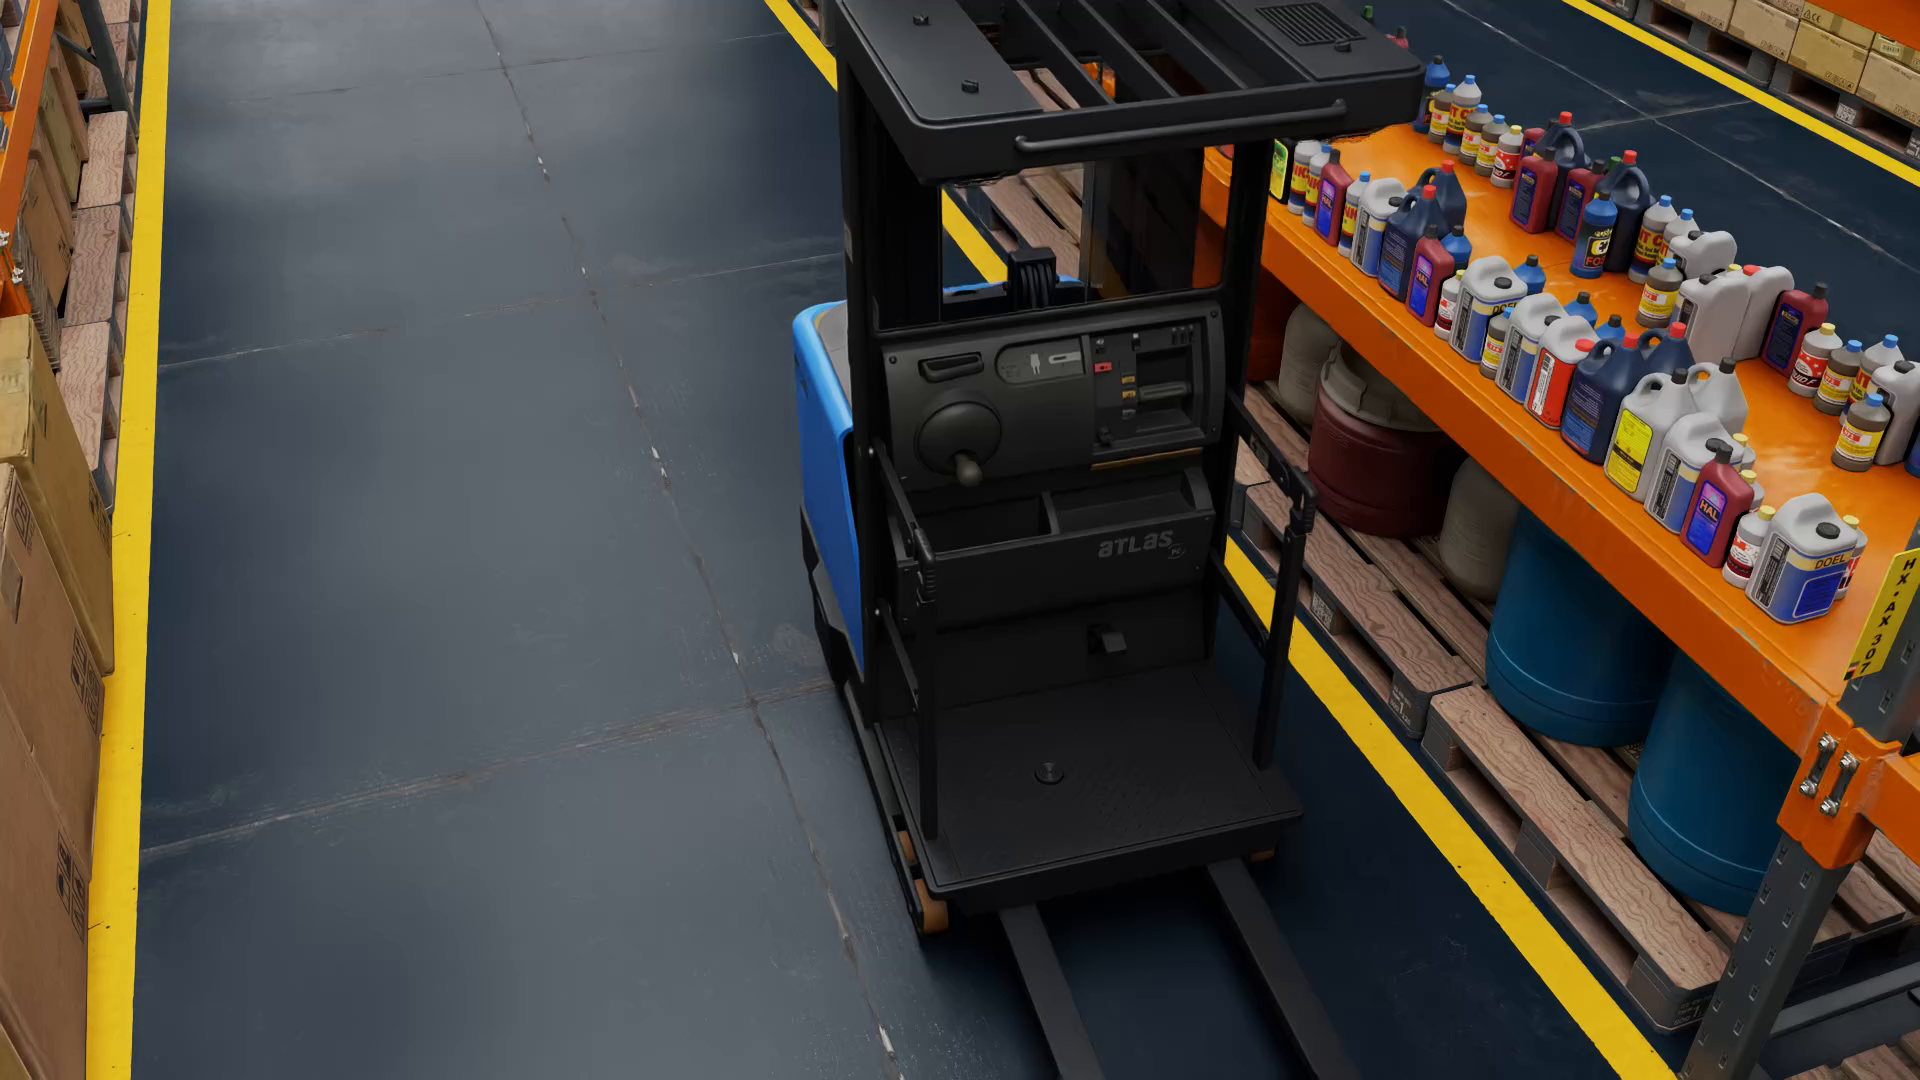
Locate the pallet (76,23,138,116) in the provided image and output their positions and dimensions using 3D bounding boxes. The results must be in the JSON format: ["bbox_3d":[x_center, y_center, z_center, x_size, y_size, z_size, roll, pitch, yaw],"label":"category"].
[{"bbox_3d":[-5.294,-2.605,9.533,1.003,0.211,1.213,-12,39,-16],"label":"pallet"}]

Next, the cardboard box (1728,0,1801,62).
[{"bbox_3d":[4.889,-3.028,9.713,0.500,0.250,0.500,-12,39,-15],"label":"cardboard box"}]

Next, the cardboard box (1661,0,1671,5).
[{"bbox_3d":[4.535,-3.605,10.480,0.500,0.250,0.500,-14,39,-17],"label":"cardboard box"}]

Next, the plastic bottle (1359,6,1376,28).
[{"bbox_3d":[1.537,-1.926,6.411,0.061,0.283,0.133,-12,39,-16],"label":"plastic bottle"}]

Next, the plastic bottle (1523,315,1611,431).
[{"bbox_3d":[1.636,-0.451,4.458,0.152,0.276,0.135,-12,39,-16],"label":"plastic bottle"}]

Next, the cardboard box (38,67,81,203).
[{"bbox_3d":[-4.692,-1.900,7.991,0.700,0.500,0.500,-13,39,-16],"label":"cardboard box"}]

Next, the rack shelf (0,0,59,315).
[{"bbox_3d":[-4.341,-1.930,6.917,1.077,0.370,4.000,-12,39,-16],"label":"rack shelf"}]

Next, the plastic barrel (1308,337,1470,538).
[{"bbox_3d":[1.570,-0.407,5.952,0.600,0.588,0.708,-12,39,-16],"label":"plastic barrel"}]

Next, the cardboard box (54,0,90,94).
[{"bbox_3d":[-5.130,-2.751,9.137,0.500,0.500,0.500,-14,39,-17],"label":"cardboard box"}]

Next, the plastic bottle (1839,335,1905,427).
[{"bbox_3d":[2.432,-0.420,4.422,0.097,0.271,0.097,0,37,0],"label":"plastic bottle"}]

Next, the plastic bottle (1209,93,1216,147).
[{"bbox_3d":[0.913,-1.560,5.925,0.061,0.283,0.133,-12,39,-16],"label":"plastic bottle"}]

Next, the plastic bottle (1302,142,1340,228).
[{"bbox_3d":[1.175,-1.157,5.400,0.097,0.271,0.097,0,37,0],"label":"plastic bottle"}]

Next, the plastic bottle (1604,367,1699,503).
[{"bbox_3d":[1.750,-0.285,4.176,0.144,0.351,0.185,-12,39,-16],"label":"plastic bottle"}]

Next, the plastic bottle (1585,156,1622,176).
[{"bbox_3d":[2.040,-1.101,5.315,0.061,0.283,0.133,-12,39,-16],"label":"plastic bottle"}]

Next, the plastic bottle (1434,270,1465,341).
[{"bbox_3d":[1.444,-0.688,4.835,0.097,0.201,0.097,0,37,0],"label":"plastic bottle"}]

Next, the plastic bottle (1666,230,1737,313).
[{"bbox_3d":[2.174,-0.798,4.920,0.152,0.276,0.135,-12,39,-16],"label":"plastic bottle"}]

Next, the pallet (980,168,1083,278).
[{"bbox_3d":[0.767,-1.445,7.993,1.003,0.211,1.213,-12,39,-16],"label":"pallet"}]

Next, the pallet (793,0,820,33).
[{"bbox_3d":[-0.571,-3.647,10.916,1.003,0.211,1.213,-12,39,-16],"label":"pallet"}]

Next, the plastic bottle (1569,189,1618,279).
[{"bbox_3d":[1.957,-0.948,5.122,0.097,0.271,0.097,0,37,0],"label":"plastic bottle"}]

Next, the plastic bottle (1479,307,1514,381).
[{"bbox_3d":[1.524,-0.557,4.661,0.097,0.201,0.097,0,37,0],"label":"plastic bottle"}]

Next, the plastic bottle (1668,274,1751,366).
[{"bbox_3d":[2.111,-0.636,4.704,0.152,0.276,0.135,-12,39,-16],"label":"plastic bottle"}]

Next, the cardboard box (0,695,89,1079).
[{"bbox_3d":[-2.824,0.991,3.858,1.225,0.875,0.875,-14,39,-18],"label":"cardboard box"}]

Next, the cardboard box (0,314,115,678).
[{"bbox_3d":[-3.435,-0.012,5.190,1.225,0.875,0.875,-14,39,-18],"label":"cardboard box"}]

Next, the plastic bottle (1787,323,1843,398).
[{"bbox_3d":[2.365,-0.502,4.589,0.097,0.201,0.097,0,37,0],"label":"plastic bottle"}]

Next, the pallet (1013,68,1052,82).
[{"bbox_3d":[-0.072,-2.823,9.823,1.003,0.211,1.213,-12,39,-16],"label":"pallet"}]

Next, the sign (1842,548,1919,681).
[{"bbox_3d":[1.857,0.149,3.329,0.100,0.325,0.005,-12,39,-16],"label":"sign"}]

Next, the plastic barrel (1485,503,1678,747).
[{"bbox_3d":[1.959,0.106,5.011,0.600,0.901,0.708,-12,39,-16],"label":"plastic barrel"}]

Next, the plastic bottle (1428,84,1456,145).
[{"bbox_3d":[1.740,-1.529,5.952,0.097,0.201,0.097,0,37,0],"label":"plastic bottle"}]

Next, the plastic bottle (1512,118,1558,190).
[{"bbox_3d":[1.930,-1.281,5.554,0.061,0.283,0.133,-12,39,-16],"label":"plastic bottle"}]

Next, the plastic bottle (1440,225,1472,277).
[{"bbox_3d":[1.455,-0.804,4.931,0.097,0.271,0.097,0,37,0],"label":"plastic bottle"}]

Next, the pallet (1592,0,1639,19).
[{"bbox_3d":[4.563,-3.874,11.218,1.003,0.211,1.213,-12,39,-16],"label":"pallet"}]

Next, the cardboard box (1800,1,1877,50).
[{"bbox_3d":[5.053,-2.967,9.166,0.500,0.311,0.500,-13,39,-17],"label":"cardboard box"}]

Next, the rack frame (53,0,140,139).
[{"bbox_3d":[-5.030,-3.347,8.201,1.000,3.000,0.127,-12,39,-16],"label":"rack frame"}]

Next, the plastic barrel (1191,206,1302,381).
[{"bbox_3d":[1.182,-1.141,6.726,0.600,0.830,0.708,-12,39,-16],"label":"plastic barrel"}]

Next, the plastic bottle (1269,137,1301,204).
[{"bbox_3d":[1.085,-1.278,5.551,0.061,0.283,0.133,-12,39,-16],"label":"plastic bottle"}]

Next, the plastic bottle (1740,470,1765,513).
[{"bbox_3d":[1.880,-0.078,4.025,0.097,0.201,0.097,0,37,0],"label":"plastic bottle"}]

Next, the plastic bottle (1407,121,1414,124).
[{"bbox_3d":[1.673,-1.639,6.098,0.097,0.201,0.097,0,37,0],"label":"plastic bottle"}]

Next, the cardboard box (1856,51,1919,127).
[{"bbox_3d":[5.239,-2.453,8.949,0.500,0.250,0.500,-12,39,-15],"label":"cardboard box"}]

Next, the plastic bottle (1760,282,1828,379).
[{"bbox_3d":[2.343,-0.604,4.656,0.061,0.283,0.133,-12,39,-16],"label":"plastic bottle"}]

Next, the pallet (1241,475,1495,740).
[{"bbox_3d":[1.724,0.126,5.908,1.003,0.211,1.213,-12,39,-16],"label":"pallet"}]

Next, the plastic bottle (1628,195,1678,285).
[{"bbox_3d":[2.126,-0.923,5.089,0.097,0.271,0.097,0,37,0],"label":"plastic bottle"}]

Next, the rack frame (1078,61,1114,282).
[{"bbox_3d":[0.997,-2.113,6.562,1.000,3.000,0.127,-12,39,-16],"label":"rack frame"}]

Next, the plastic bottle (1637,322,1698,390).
[{"bbox_3d":[1.822,-0.419,4.355,0.144,0.351,0.185,-12,39,-16],"label":"plastic bottle"}]

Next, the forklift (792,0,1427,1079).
[{"bbox_3d":[0.319,-0.311,4.227,1.130,2.935,3.031,-10,38,-12],"label":"forklift"}]

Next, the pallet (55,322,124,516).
[{"bbox_3d":[-3.921,-0.415,6.626,1.003,0.211,1.213,-12,39,-16],"label":"pallet"}]

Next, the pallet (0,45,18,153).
[{"bbox_3d":[-3.998,-1.391,5.764,1.213,0.211,1.003,-12,39,-16],"label":"pallet"}]

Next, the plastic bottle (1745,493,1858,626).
[{"bbox_3d":[1.935,0.040,3.806,0.152,0.276,0.135,-12,39,-16],"label":"plastic bottle"}]

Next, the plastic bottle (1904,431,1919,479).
[{"bbox_3d":[2.512,-0.289,4.248,0.097,0.271,0.097,0,37,0],"label":"plastic bottle"}]

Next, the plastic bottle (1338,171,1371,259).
[{"bbox_3d":[1.254,-1.027,5.227,0.097,0.271,0.097,0,37,0],"label":"plastic bottle"}]

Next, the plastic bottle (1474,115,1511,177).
[{"bbox_3d":[1.840,-1.364,5.733,0.097,0.201,0.097,0,37,0],"label":"plastic bottle"}]

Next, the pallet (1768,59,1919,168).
[{"bbox_3d":[5.403,-2.496,9.388,1.003,0.211,1.213,-12,39,-16],"label":"pallet"}]

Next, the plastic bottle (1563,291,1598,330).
[{"bbox_3d":[1.700,-0.561,4.609,0.097,0.271,0.097,0,37,0],"label":"plastic bottle"}]

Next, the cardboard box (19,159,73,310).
[{"bbox_3d":[-4.307,-1.269,7.153,0.700,0.500,0.500,-9,38,-12],"label":"cardboard box"}]

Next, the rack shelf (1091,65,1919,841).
[{"bbox_3d":[1.686,-0.696,5.279,1.077,0.370,4.000,-12,39,-16],"label":"rack shelf"}]

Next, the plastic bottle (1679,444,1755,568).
[{"bbox_3d":[1.812,-0.084,3.965,0.061,0.283,0.133,-12,39,-16],"label":"plastic bottle"}]

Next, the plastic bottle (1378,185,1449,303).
[{"bbox_3d":[1.371,-0.907,5.003,0.144,0.351,0.185,-12,39,-16],"label":"plastic bottle"}]

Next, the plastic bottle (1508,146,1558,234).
[{"bbox_3d":[1.859,-1.146,5.376,0.061,0.283,0.133,-12,39,-16],"label":"plastic bottle"}]
